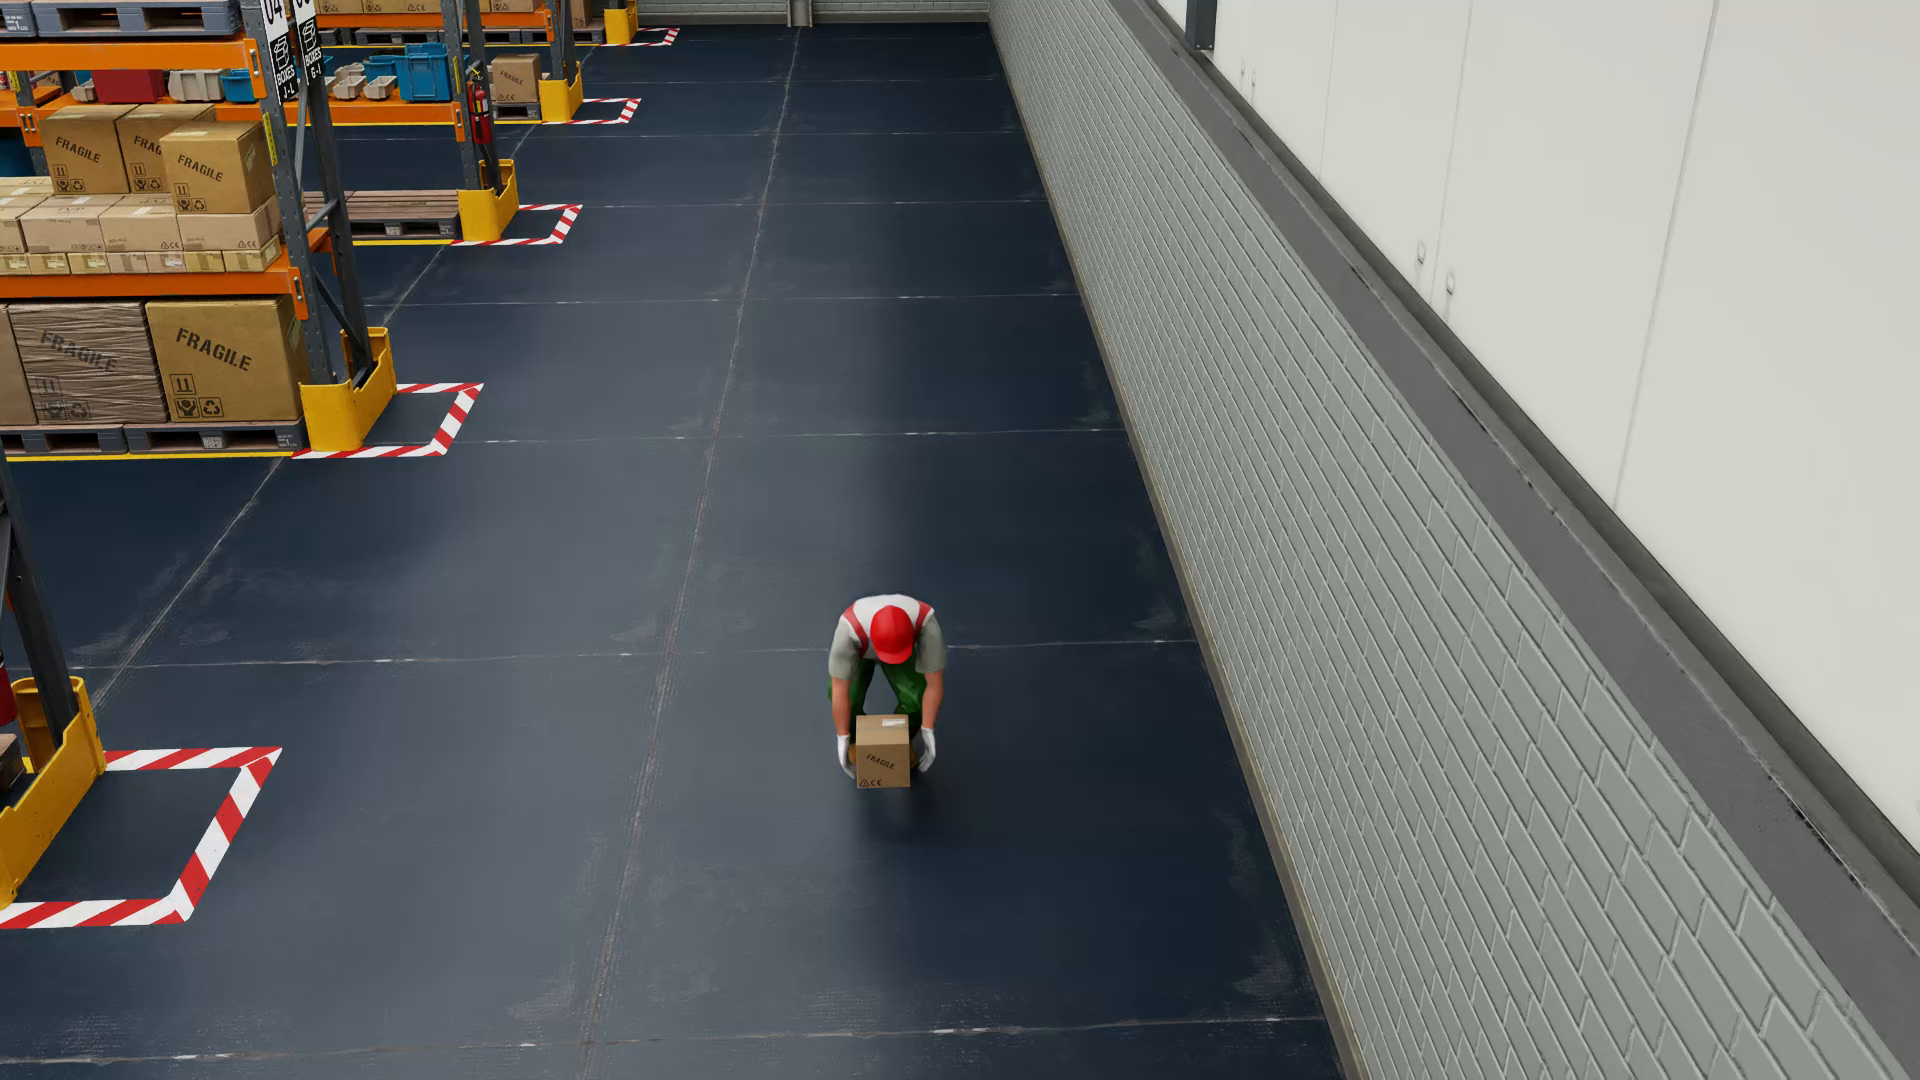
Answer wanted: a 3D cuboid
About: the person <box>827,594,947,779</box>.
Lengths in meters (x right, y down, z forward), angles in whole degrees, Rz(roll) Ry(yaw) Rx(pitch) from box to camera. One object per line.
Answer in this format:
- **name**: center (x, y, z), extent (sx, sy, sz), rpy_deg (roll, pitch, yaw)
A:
- **person**: center (-0.361, 0.647, 8.124), extent (0.579, 1.074, 0.860), rpy_deg (-1, 27, -3)
